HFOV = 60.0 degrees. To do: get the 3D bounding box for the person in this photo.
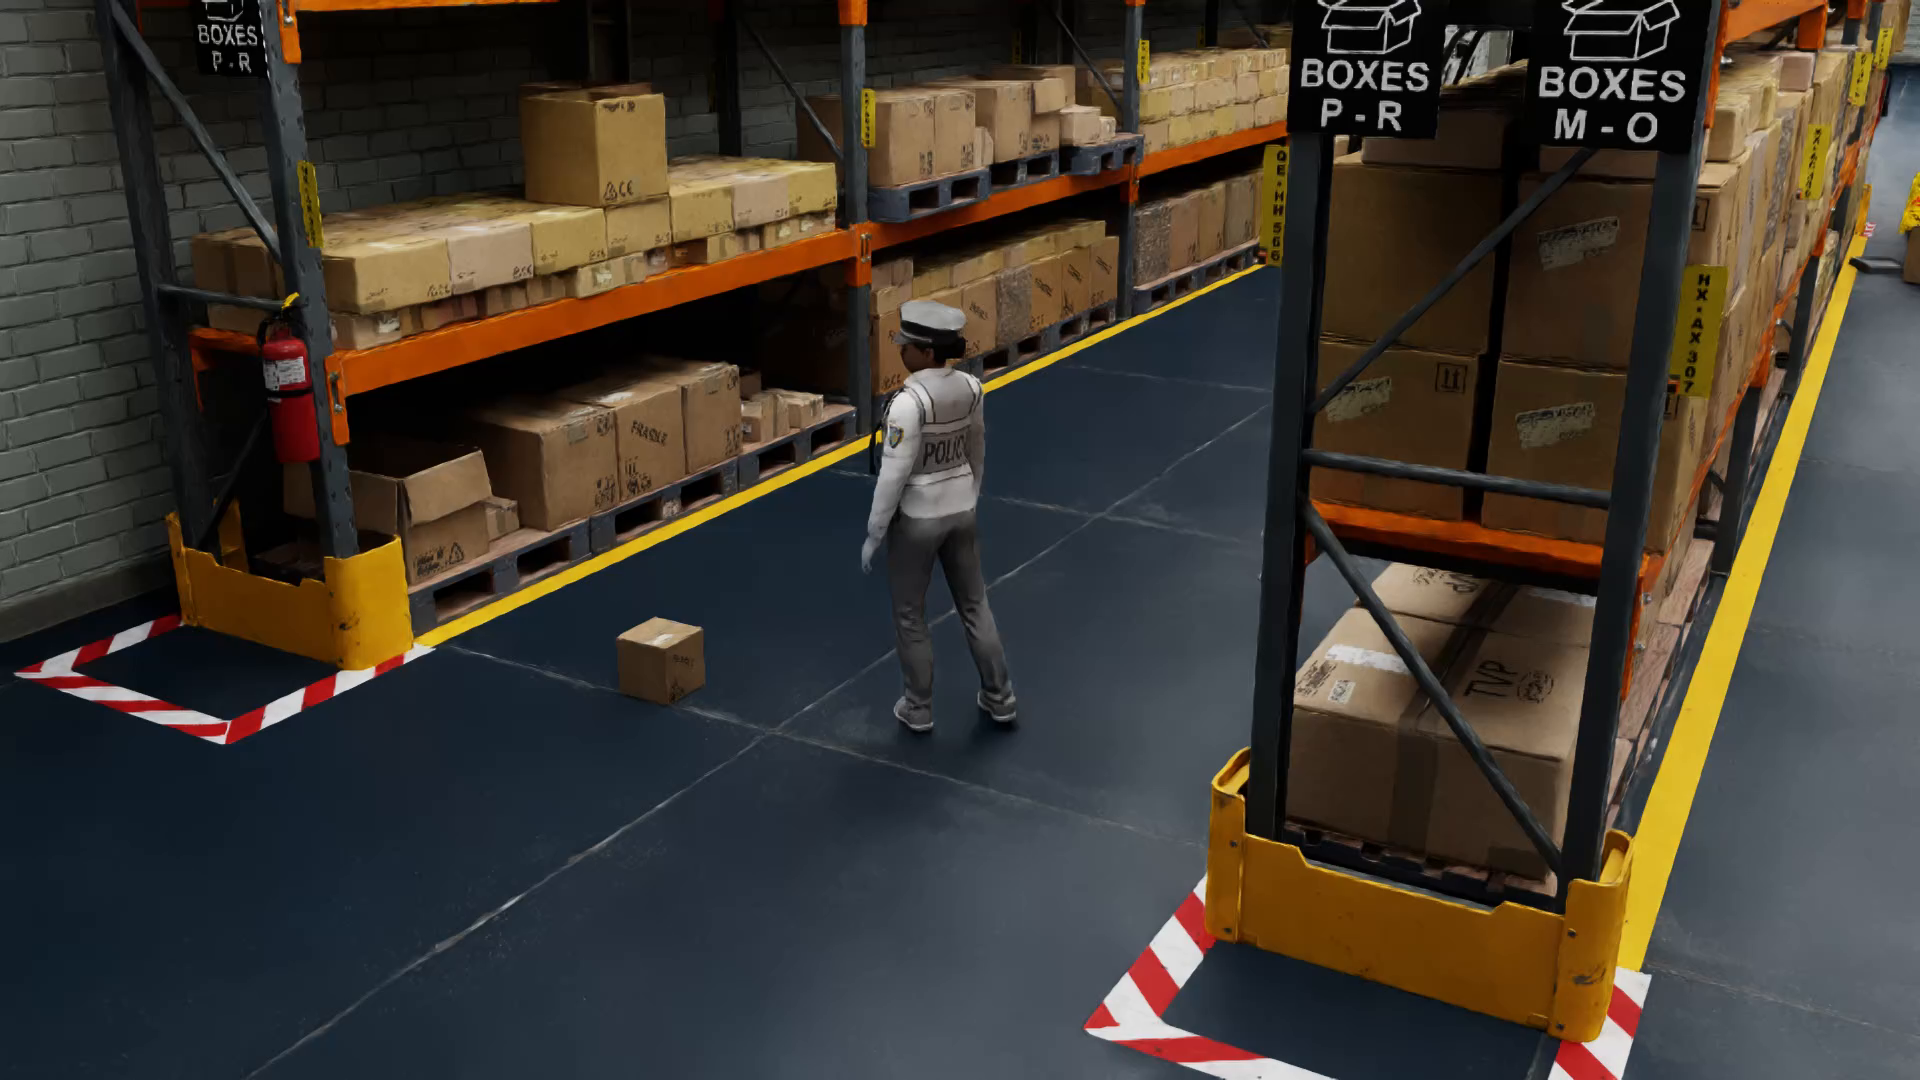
[{"bbox_3d":[-0.083,-0.063,6.239,0.632,1.674,0.460,-17,26,-40],"label":"person"}]
